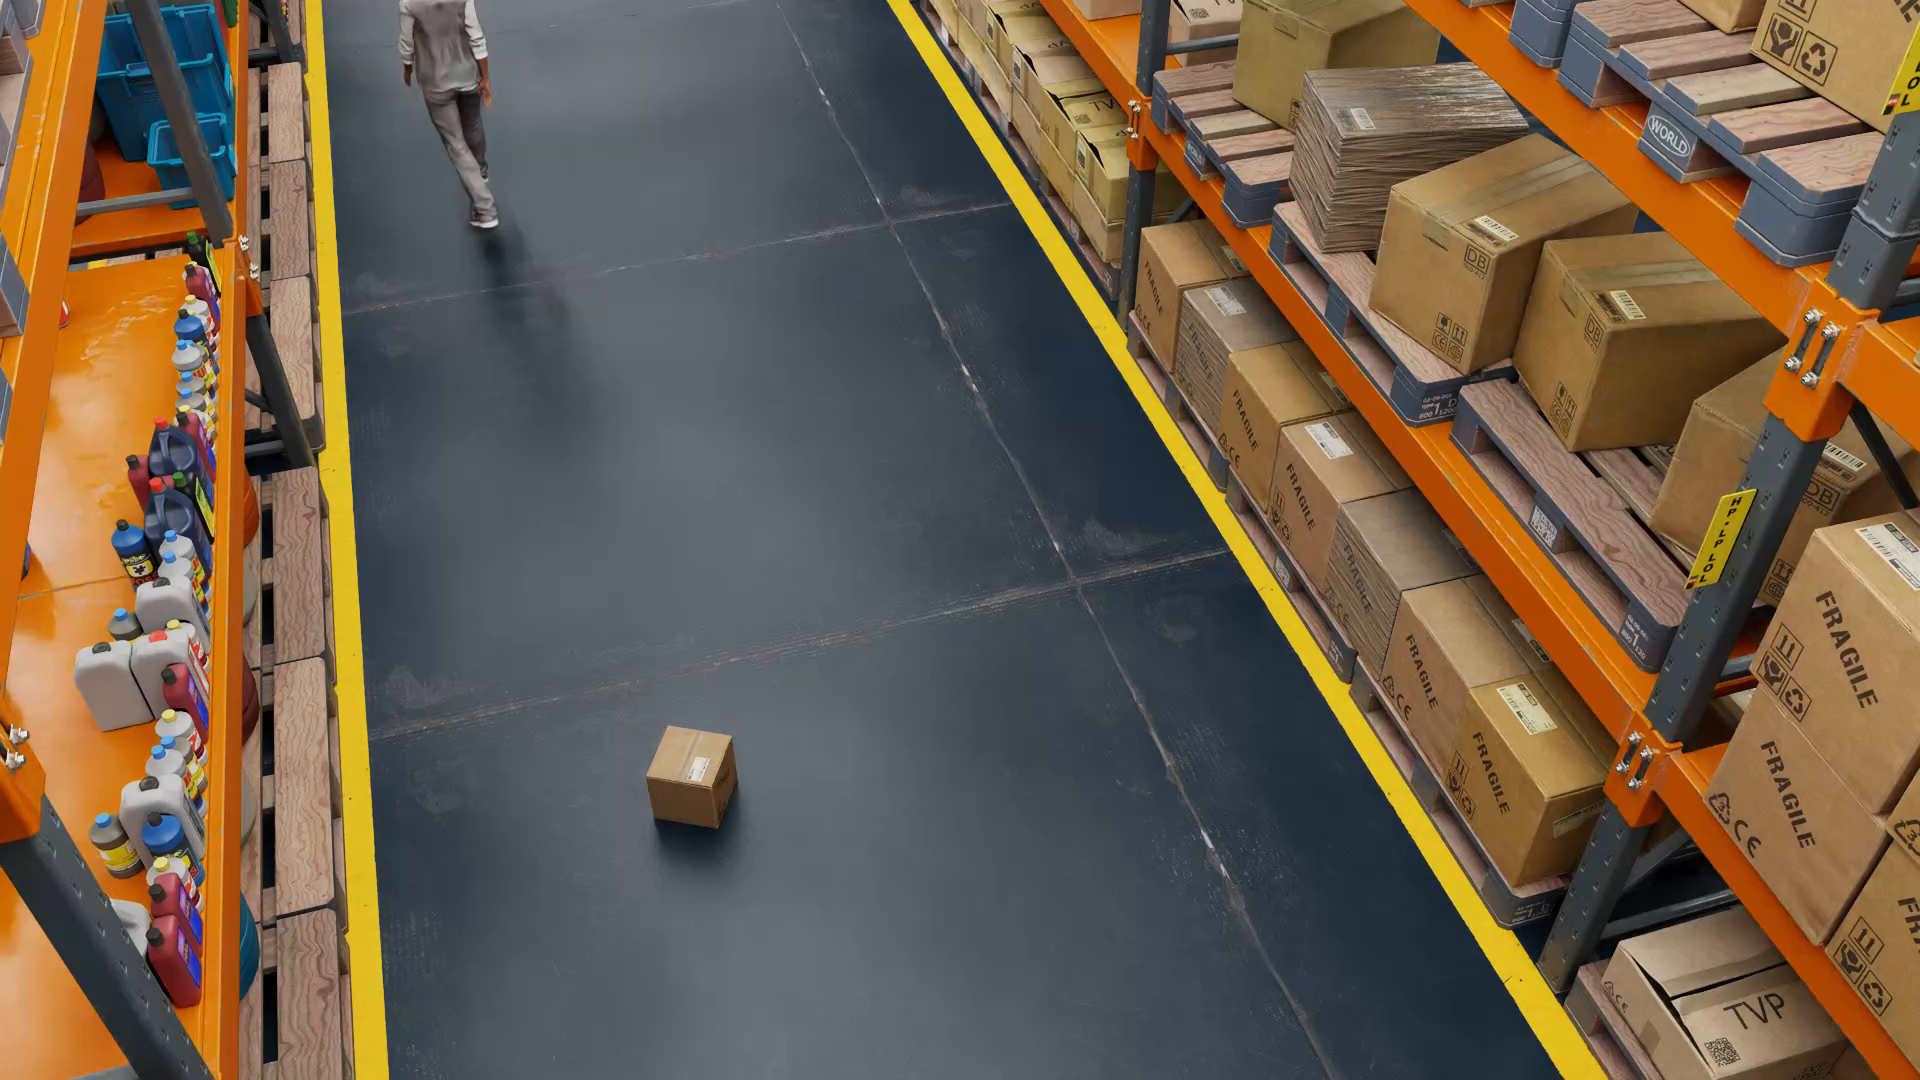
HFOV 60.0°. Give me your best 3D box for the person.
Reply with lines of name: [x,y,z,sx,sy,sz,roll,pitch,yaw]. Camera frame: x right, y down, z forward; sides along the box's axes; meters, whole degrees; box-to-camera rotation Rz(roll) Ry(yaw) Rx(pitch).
person: [-2.712,-2.455,8.810,0.421,1.548,0.905,-22,47,-22]
